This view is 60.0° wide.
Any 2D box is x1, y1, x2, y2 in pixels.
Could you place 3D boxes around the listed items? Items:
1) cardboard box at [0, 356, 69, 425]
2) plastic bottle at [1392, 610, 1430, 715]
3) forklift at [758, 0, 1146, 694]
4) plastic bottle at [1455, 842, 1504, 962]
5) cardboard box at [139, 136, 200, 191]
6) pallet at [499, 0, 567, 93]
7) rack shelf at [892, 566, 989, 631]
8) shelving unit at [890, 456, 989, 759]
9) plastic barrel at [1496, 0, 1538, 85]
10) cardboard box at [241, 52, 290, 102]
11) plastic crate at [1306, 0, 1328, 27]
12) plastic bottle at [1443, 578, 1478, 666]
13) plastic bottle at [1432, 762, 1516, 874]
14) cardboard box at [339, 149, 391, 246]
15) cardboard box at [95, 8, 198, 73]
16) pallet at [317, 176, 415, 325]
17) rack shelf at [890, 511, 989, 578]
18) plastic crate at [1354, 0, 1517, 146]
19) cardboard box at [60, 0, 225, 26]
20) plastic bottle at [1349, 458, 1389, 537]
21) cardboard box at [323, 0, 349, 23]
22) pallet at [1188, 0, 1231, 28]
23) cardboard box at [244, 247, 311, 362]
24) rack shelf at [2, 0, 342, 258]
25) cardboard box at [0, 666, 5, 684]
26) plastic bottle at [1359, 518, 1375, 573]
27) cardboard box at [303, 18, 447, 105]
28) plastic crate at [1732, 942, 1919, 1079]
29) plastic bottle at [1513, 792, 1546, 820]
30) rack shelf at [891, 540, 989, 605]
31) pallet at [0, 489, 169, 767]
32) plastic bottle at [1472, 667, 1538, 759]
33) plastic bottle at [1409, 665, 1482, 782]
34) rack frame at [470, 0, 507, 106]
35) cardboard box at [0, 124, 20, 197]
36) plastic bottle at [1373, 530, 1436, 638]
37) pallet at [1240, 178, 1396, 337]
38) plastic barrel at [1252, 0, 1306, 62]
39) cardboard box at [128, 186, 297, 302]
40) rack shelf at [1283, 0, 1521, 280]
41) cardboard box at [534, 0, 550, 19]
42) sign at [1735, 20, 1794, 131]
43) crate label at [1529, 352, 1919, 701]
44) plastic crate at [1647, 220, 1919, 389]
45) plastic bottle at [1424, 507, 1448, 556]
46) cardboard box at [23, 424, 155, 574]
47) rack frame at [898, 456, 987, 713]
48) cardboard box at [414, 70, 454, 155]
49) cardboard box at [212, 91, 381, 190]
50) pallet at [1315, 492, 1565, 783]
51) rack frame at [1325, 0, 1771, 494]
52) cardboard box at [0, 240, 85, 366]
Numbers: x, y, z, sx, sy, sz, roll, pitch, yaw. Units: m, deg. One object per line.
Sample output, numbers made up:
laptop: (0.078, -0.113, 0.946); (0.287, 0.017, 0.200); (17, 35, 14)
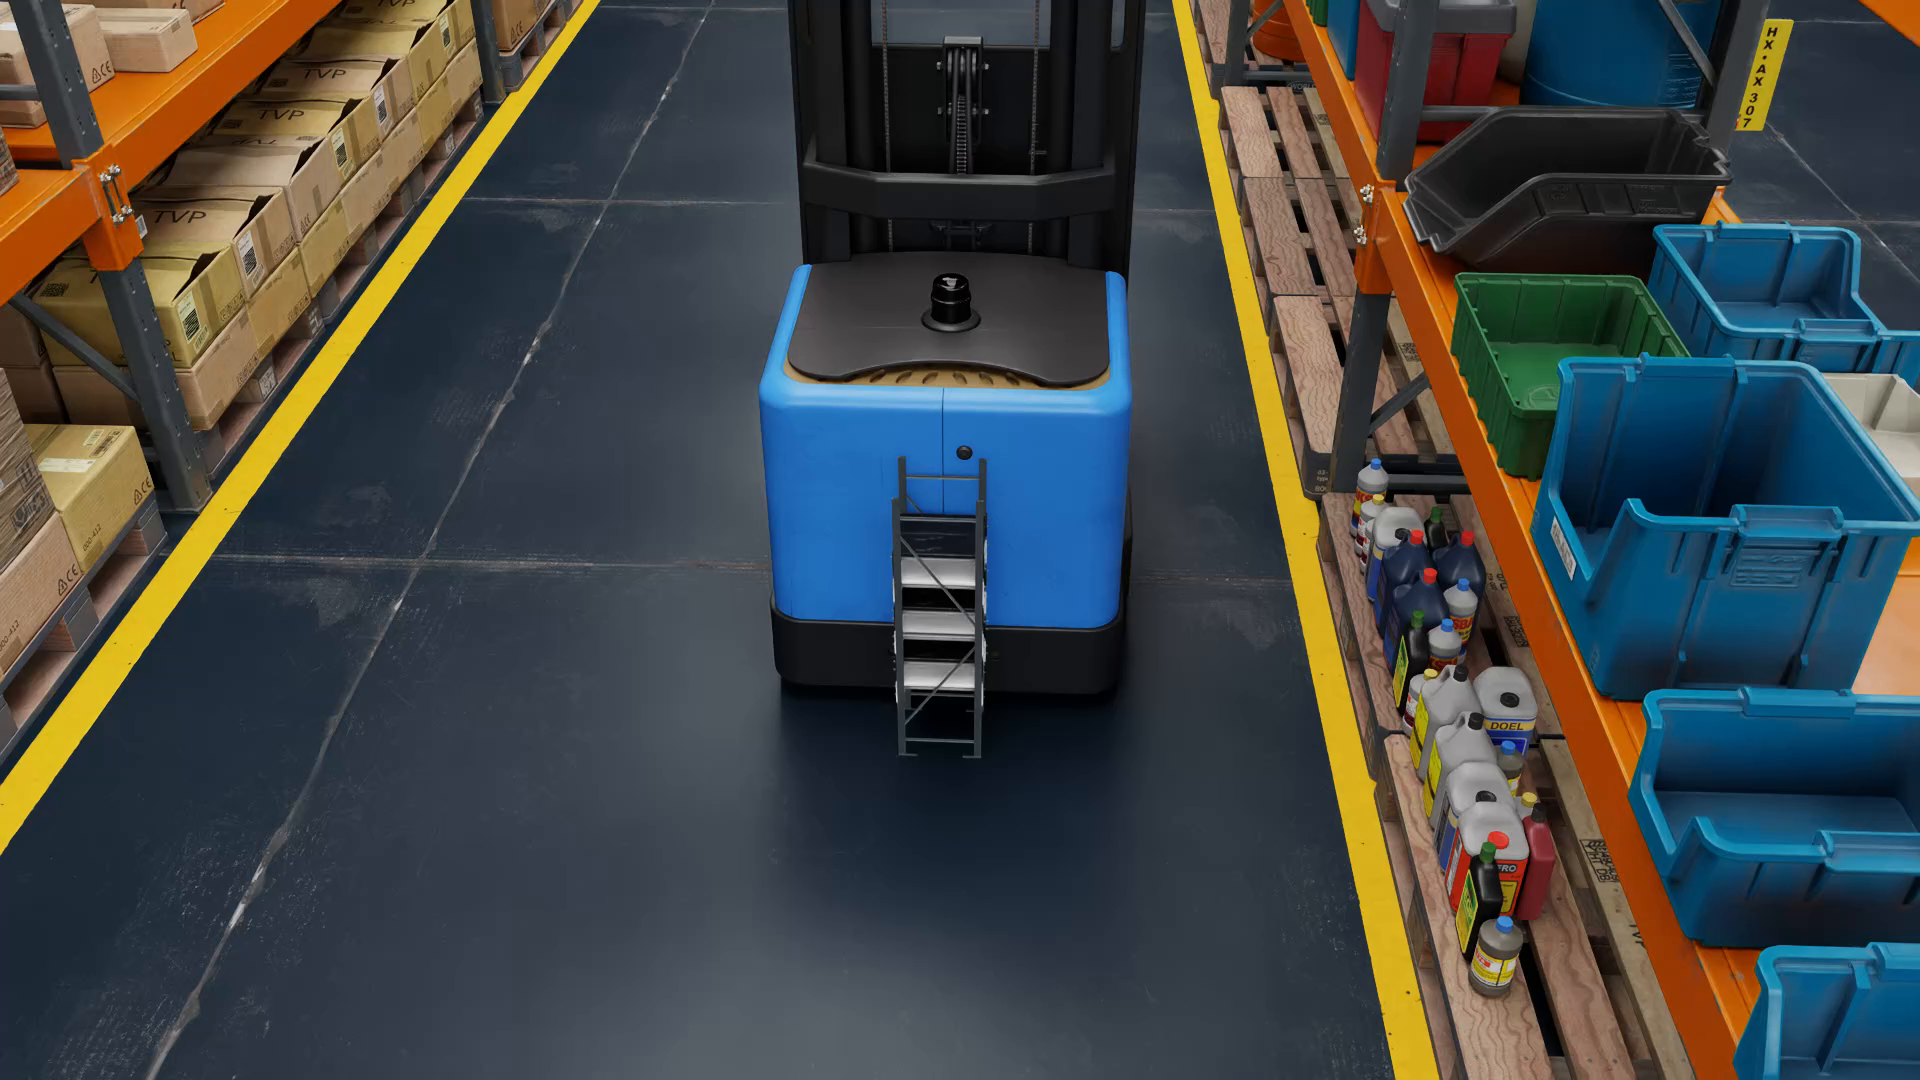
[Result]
cardboard box: (-3.457, -0.656, 6.101); (0.500, 0.250, 0.500); (1, 35, 1)
plastic bottle: (1.263, 0.340, 4.637); (0.061, 0.283, 0.133); (3, 35, 4)
forklift: (0.033, -1.561, 5.422); (1.130, 2.935, 3.031); (2, 35, 2)
plastic bottle: (1.227, 0.849, 3.913); (0.061, 0.283, 0.133); (2, 35, 3)
cardboard box: (-3.417, -1.466, 6.765); (0.500, 0.311, 0.500); (1, 35, 2)
pallet: (-2.955, -2.950, 9.764); (1.003, 0.211, 1.213); (1, 35, 2)
rack shelf: (-0.053, 0.158, 4.643); (0.258, 0.077, 0.200); (2, 35, 2)
shelving unit: (-0.053, 0.205, 4.676); (0.258, 0.900, 0.210); (2, 35, 2)
plastic barrel: (2.023, -1.848, 5.653); (0.433, 0.535, 0.433); (0, 35, 0)
cardboard box: (-3.373, -2.050, 7.596); (0.500, 0.311, 0.500); (0, 35, 1)
plastic crate: (1.553, -2.168, 6.411); (0.450, 0.188, 0.662); (1, 35, 2)
plastic bottle: (1.433, 0.229, 4.806); (0.097, 0.271, 0.097); (0, 35, 0)
plastic bottle: (1.284, 0.695, 4.138); (0.152, 0.276, 0.135); (0, 35, 1)
cardboard box: (-2.859, -1.521, 7.331); (0.500, 0.250, 0.500); (2, 35, 3)
cardboard box: (-2.944, -1.766, 5.873); (0.380, 0.149, 0.250); (1, 35, 2)
pallet: (-3.147, -1.350, 7.488); (1.003, 0.211, 1.213); (1, 35, 2)
rack shelf: (-0.053, 0.011, 4.540); (0.258, 0.077, 0.200); (2, 35, 2)
plastic crate: (1.479, -1.559, 5.304); (0.402, 0.464, 0.583); (1, 35, 2)
cardboard box: (-3.115, -2.149, 6.112); (0.500, 0.500, 0.500); (4, 35, 5)
plastic bottle: (1.315, -0.139, 5.329); (0.097, 0.271, 0.097); (0, 35, 0)
cardboard box: (-3.338, -2.645, 8.443); (0.500, 0.311, 0.500); (2, 35, 3)
pallet: (1.968, -3.558, 10.629); (1.003, 0.211, 1.213); (1, 35, 2)
cardboard box: (-2.898, -0.931, 6.492); (0.500, 0.250, 0.500); (2, 35, 3)
rack shelf: (-3.103, -2.219, 6.924); (1.077, 0.370, 4.000); (1, 35, 2)
cardboard box: (-3.019, 0.435, 4.549); (0.500, 0.250, 0.500); (1, 35, 2)
plastic bottle: (1.307, 0.007, 5.183); (0.097, 0.201, 0.097); (0, 35, 0)
cardboard box: (-2.812, -2.333, 8.000); (0.500, 0.311, 0.500); (1, 35, 1)
plastic crate: (1.326, 0.817, 2.109); (0.499, 0.251, 0.616); (1, 35, 2)
plastic bottle: (1.409, 0.718, 4.170); (0.097, 0.201, 0.097); (0, 35, 0)
rack shelf: (-0.053, 0.085, 4.592); (0.258, 0.077, 0.200); (2, 35, 2)
pallet: (-3.257, 0.232, 5.236); (1.003, 0.211, 1.213); (1, 35, 2)
plastic bottle: (1.443, 0.482, 4.441); (0.152, 0.276, 0.135); (1, 35, 2)
plastic bottle: (1.294, 0.463, 4.404); (0.144, 0.351, 0.185); (1, 35, 2)
rack frame: (-3.023, -3.663, 8.353); (1.000, 3.000, 0.127); (1, 35, 2)
cardboard box: (-3.195, -1.150, 4.691); (0.700, 0.500, 0.500); (0, 35, 1)
plastic bottle: (1.318, 0.110, 4.906); (0.144, 0.351, 0.185); (2, 35, 3)
pallet: (1.805, -1.262, 7.362); (1.003, 0.211, 1.213); (1, 35, 2)
plastic barrel: (1.929, -3.111, 9.091); (0.600, 0.830, 0.708); (1, 35, 2)
cardboard box: (-2.893, -1.160, 6.330); (0.500, 0.311, 0.500); (1, 35, 1)
rack shelf: (1.846, -2.103, 6.759); (1.077, 0.370, 4.000); (1, 35, 2)
cardboard box: (-2.704, -3.376, 9.736); (0.500, 0.500, 0.500); (0, 35, 0)
sign: (2.315, -1.342, 4.810); (0.100, 0.325, 0.005); (1, 35, 2)
crate label: (1.409, -0.028, 3.150); (0.502, 0.435, 0.616); (1, 35, 2)
plastic crate: (1.992, -0.545, 4.046); (0.499, 0.251, 0.616); (1, 35, 2)
plastic bottle: (1.435, 0.045, 5.057); (0.061, 0.283, 0.133); (1, 35, 2)
cardboard box: (-2.984, -0.140, 5.366); (0.500, 0.250, 0.500); (1, 35, 2)
rack frame: (-0.048, 0.146, 4.759); (0.240, 0.900, 0.006); (2, 35, 2)
cardboard box: (-2.818, -2.105, 8.163); (0.500, 0.250, 0.500); (1, 35, 1)
cardboard box: (-2.858, -1.756, 7.178); (0.500, 0.311, 0.500); (2, 35, 3)
pallet: (1.697, 0.278, 5.171); (1.003, 0.211, 1.213); (1, 35, 2)
rack frame: (1.766, -1.248, 4.917); (1.000, 3.000, 0.127); (1, 35, 2)
cardboard box: (-3.454, -0.880, 5.932); (0.500, 0.311, 0.500); (1, 35, 2)
